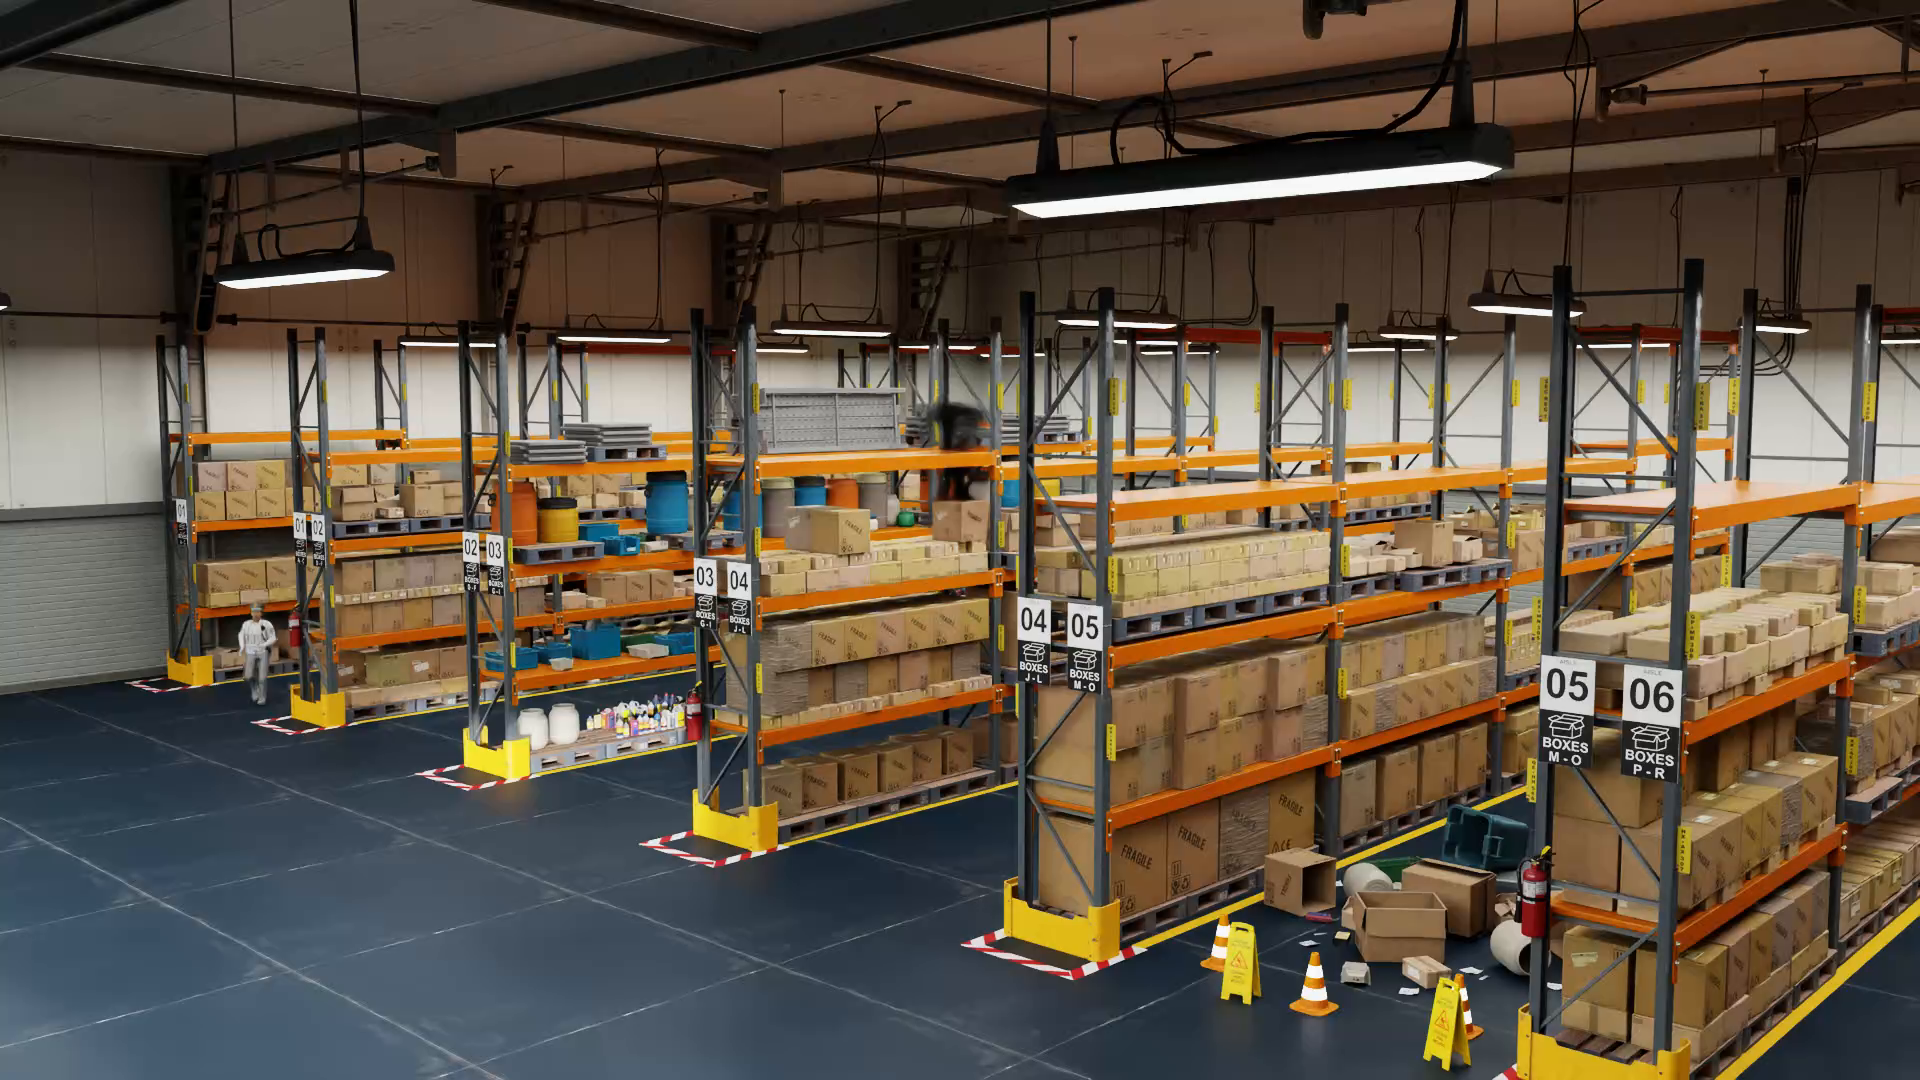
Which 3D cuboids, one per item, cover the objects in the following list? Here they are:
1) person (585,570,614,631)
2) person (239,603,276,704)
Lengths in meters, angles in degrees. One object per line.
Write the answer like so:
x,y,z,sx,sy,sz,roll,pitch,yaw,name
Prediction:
-6.736,1.412,31.299,0.612,1.702,0.715,5,7,40,person
-11.287,1.832,26.666,0.614,1.649,0.562,-1,5,-10,person
